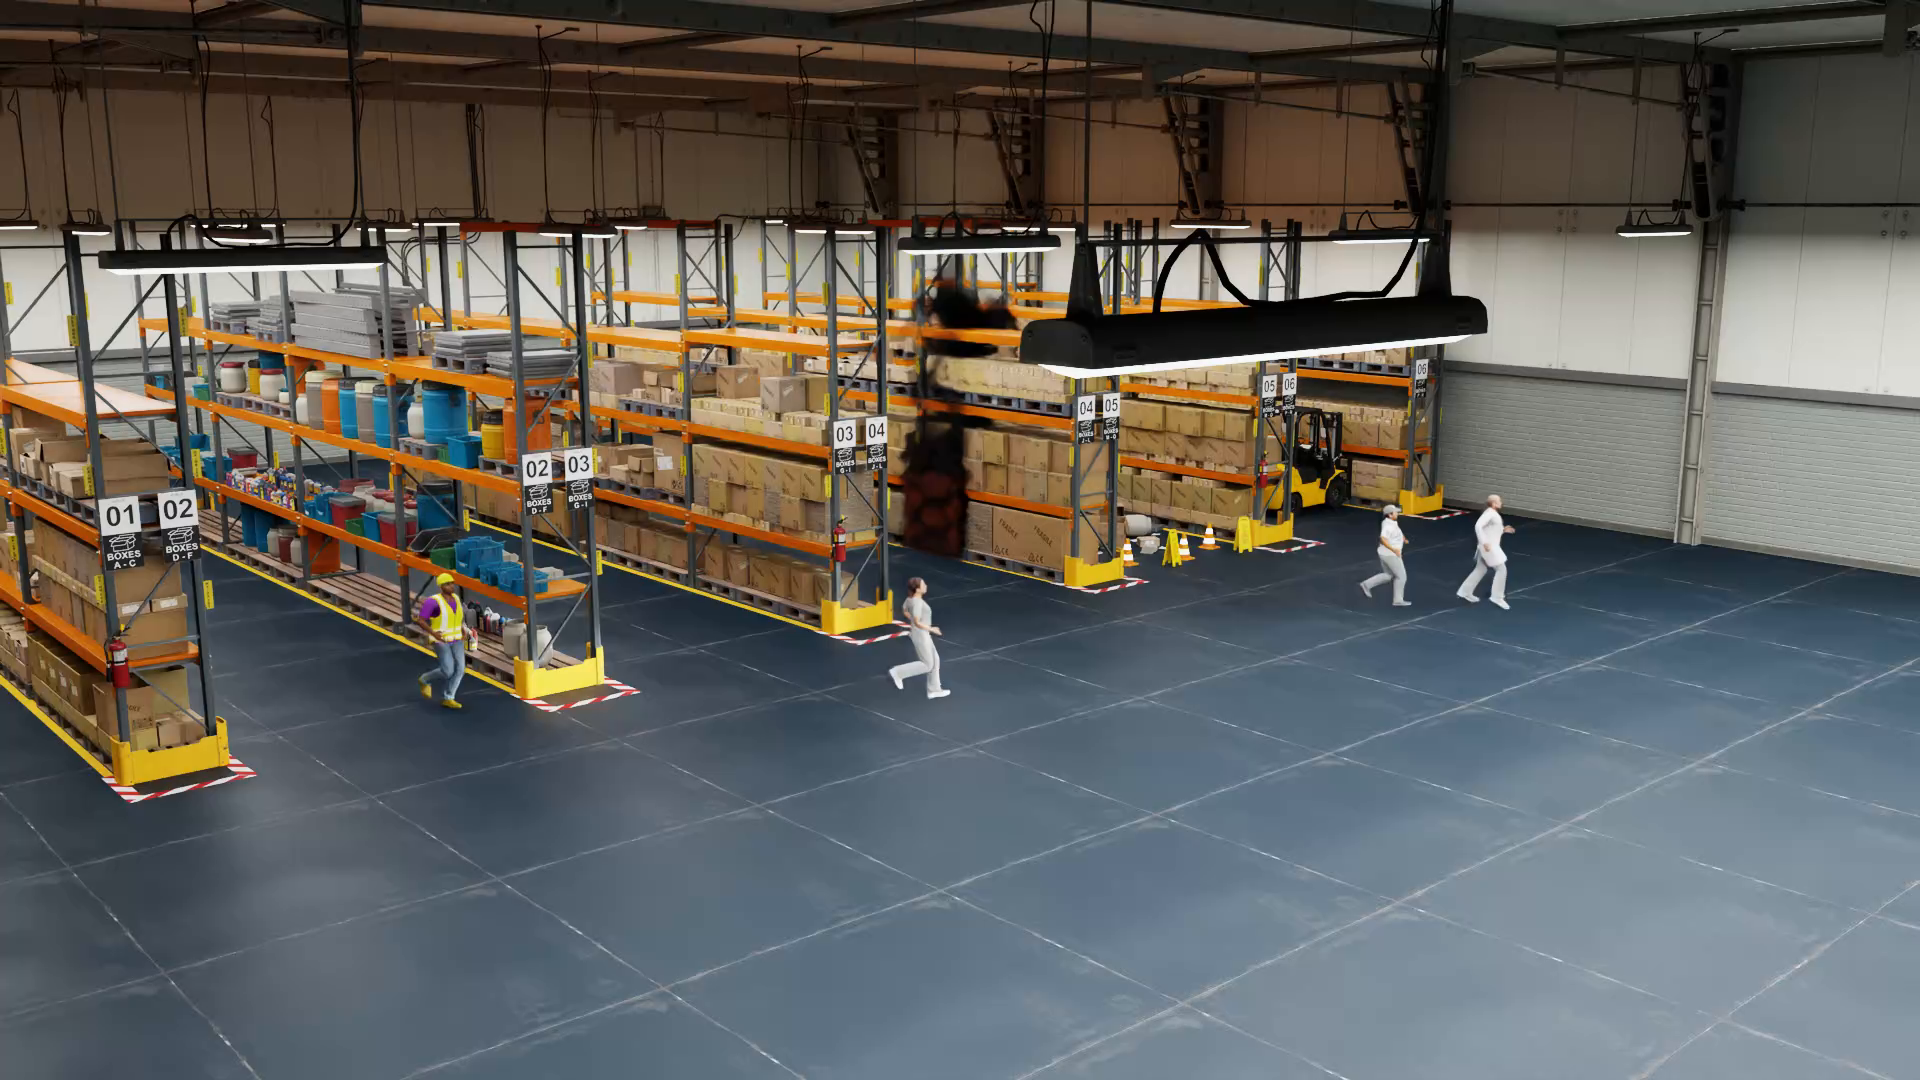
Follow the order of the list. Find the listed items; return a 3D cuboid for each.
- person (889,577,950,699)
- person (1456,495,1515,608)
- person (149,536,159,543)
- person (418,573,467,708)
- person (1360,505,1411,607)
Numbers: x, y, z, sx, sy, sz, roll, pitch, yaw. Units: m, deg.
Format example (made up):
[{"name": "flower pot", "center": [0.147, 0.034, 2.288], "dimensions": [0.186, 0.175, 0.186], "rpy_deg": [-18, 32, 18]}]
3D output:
[{"name": "person", "center": [-0.532, 1.266, 21.535], "dimensions": [0.810, 1.633, 0.580], "rpy_deg": [-2, 12, -12]}, {"name": "person", "center": [8.405, 0.179, 26.529], "dimensions": [0.867, 1.838, 0.689], "rpy_deg": [1, 11, 5]}, {"name": "person", "center": [-13.343, -0.013, 27.250], "dimensions": [1.003, 1.769, 0.684], "rpy_deg": [10, 15, 41]}, {"name": "person", "center": [-6.601, 1.266, 21.288], "dimensions": [0.614, 1.723, 0.722], "rpy_deg": [7, 13, 30]}, {"name": "person", "center": [6.841, 0.240, 26.546], "dimensions": [0.784, 1.632, 0.620], "rpy_deg": [1, 11, 6]}]
